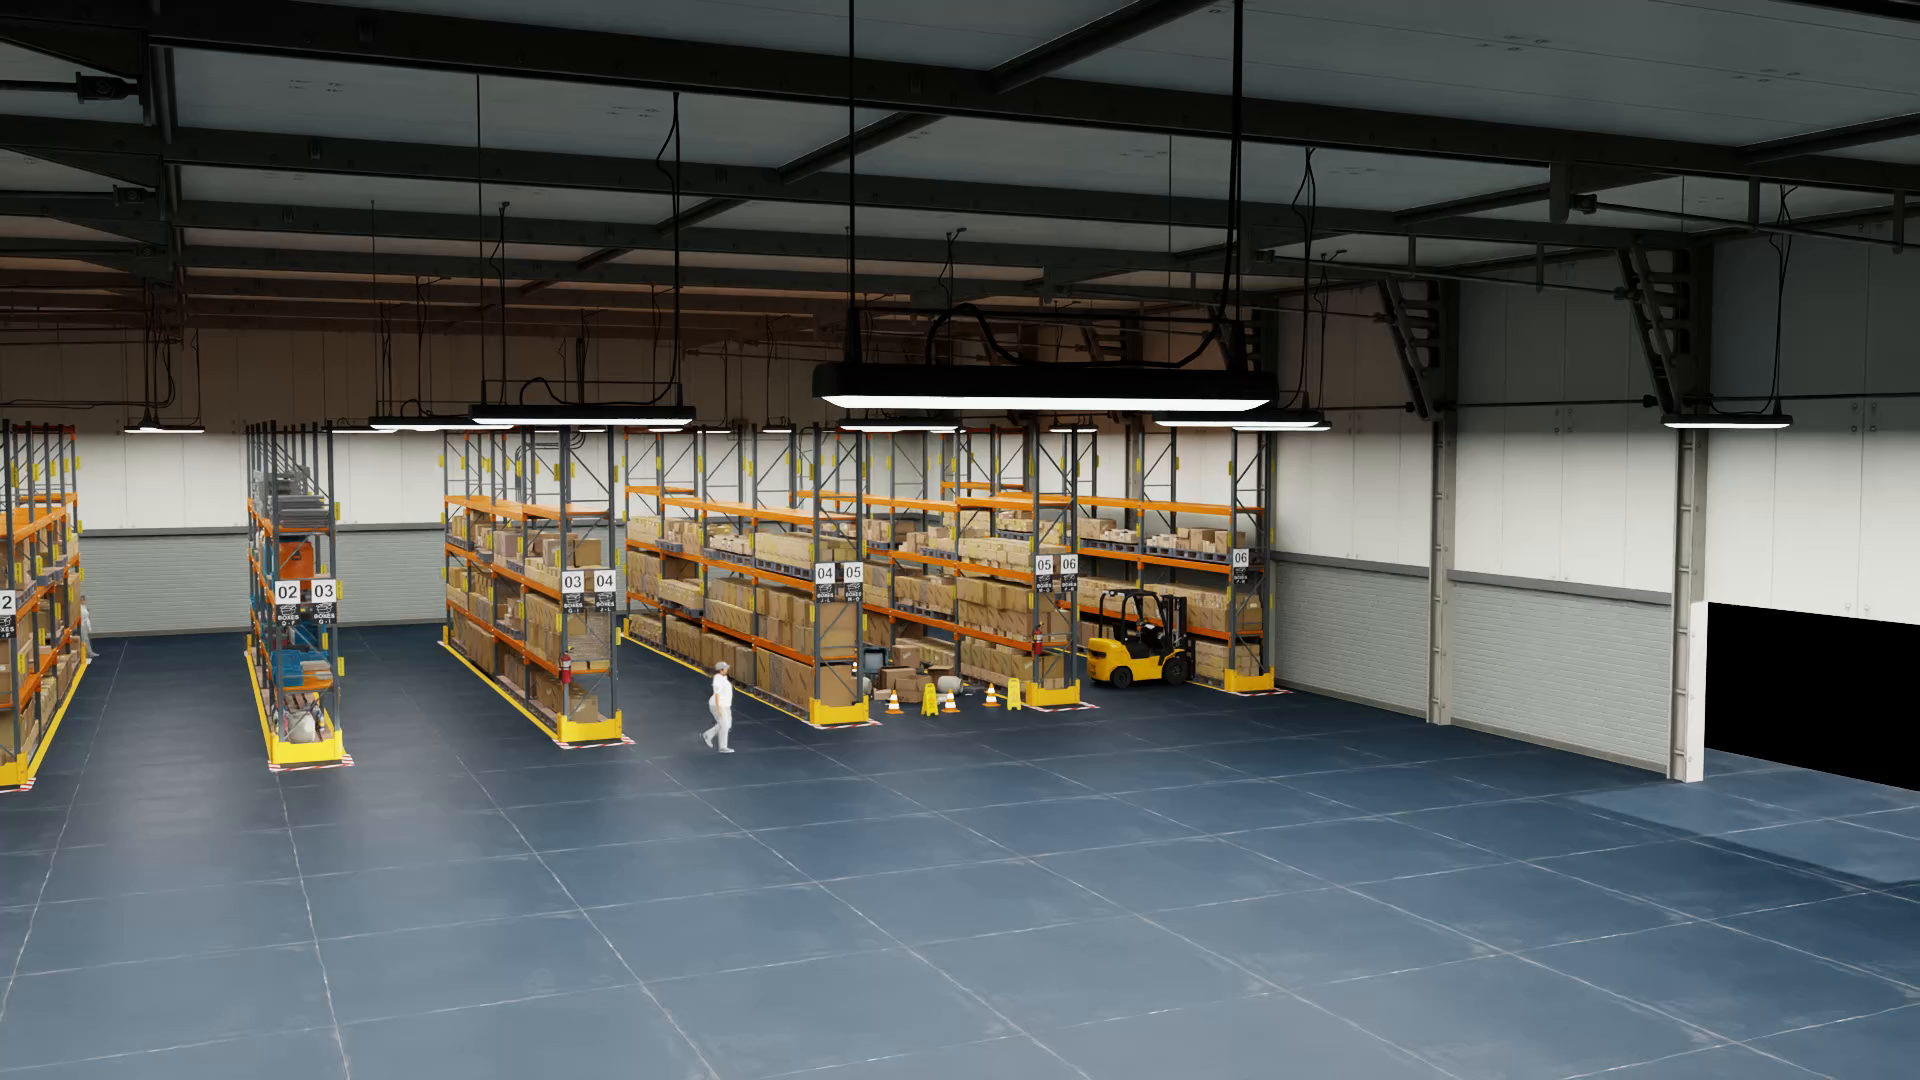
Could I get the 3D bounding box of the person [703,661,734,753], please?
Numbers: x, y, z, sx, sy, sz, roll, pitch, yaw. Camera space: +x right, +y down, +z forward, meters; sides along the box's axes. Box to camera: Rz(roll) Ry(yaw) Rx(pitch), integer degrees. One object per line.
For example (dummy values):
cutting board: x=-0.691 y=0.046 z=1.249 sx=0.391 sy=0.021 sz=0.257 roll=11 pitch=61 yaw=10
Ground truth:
person: x=-4.385 y=3.005 z=30.045 sx=0.670 sy=1.642 sz=0.481 roll=1 pitch=4 yaw=15

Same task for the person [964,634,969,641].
person: x=0.210 y=2.022 z=45.827 sx=0.405 sy=1.677 sz=0.526 roll=2 pitch=4 yaw=33

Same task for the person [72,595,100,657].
person: x=-22.779 y=2.218 z=43.034 sx=0.970 sy=1.625 sz=0.482 roll=-1 pitch=4 yaw=-17
